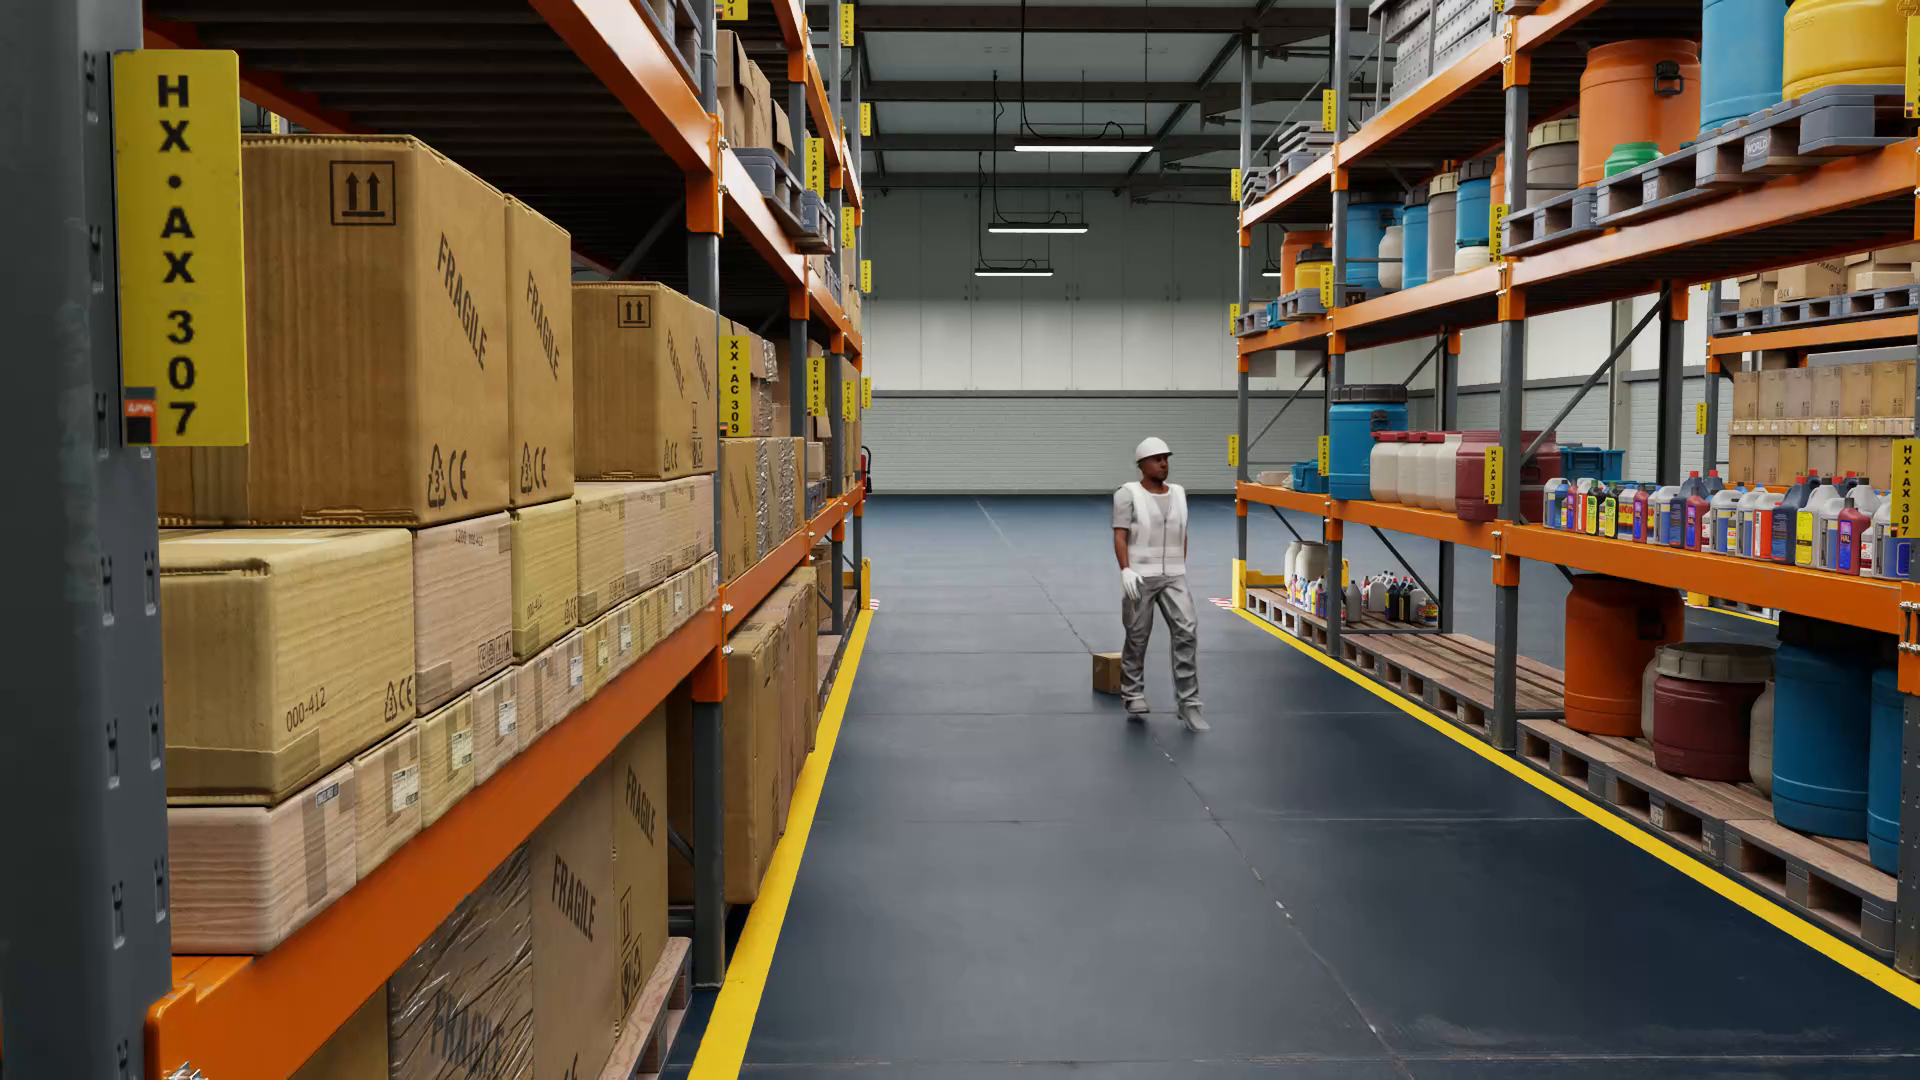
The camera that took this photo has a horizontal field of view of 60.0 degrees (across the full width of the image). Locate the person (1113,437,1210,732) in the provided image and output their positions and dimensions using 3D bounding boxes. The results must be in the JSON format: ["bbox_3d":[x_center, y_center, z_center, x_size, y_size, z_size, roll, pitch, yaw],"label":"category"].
[{"bbox_3d":[1.238,0.269,10.378,0.569,1.820,0.743,-1,4,-19],"label":"person"}]
